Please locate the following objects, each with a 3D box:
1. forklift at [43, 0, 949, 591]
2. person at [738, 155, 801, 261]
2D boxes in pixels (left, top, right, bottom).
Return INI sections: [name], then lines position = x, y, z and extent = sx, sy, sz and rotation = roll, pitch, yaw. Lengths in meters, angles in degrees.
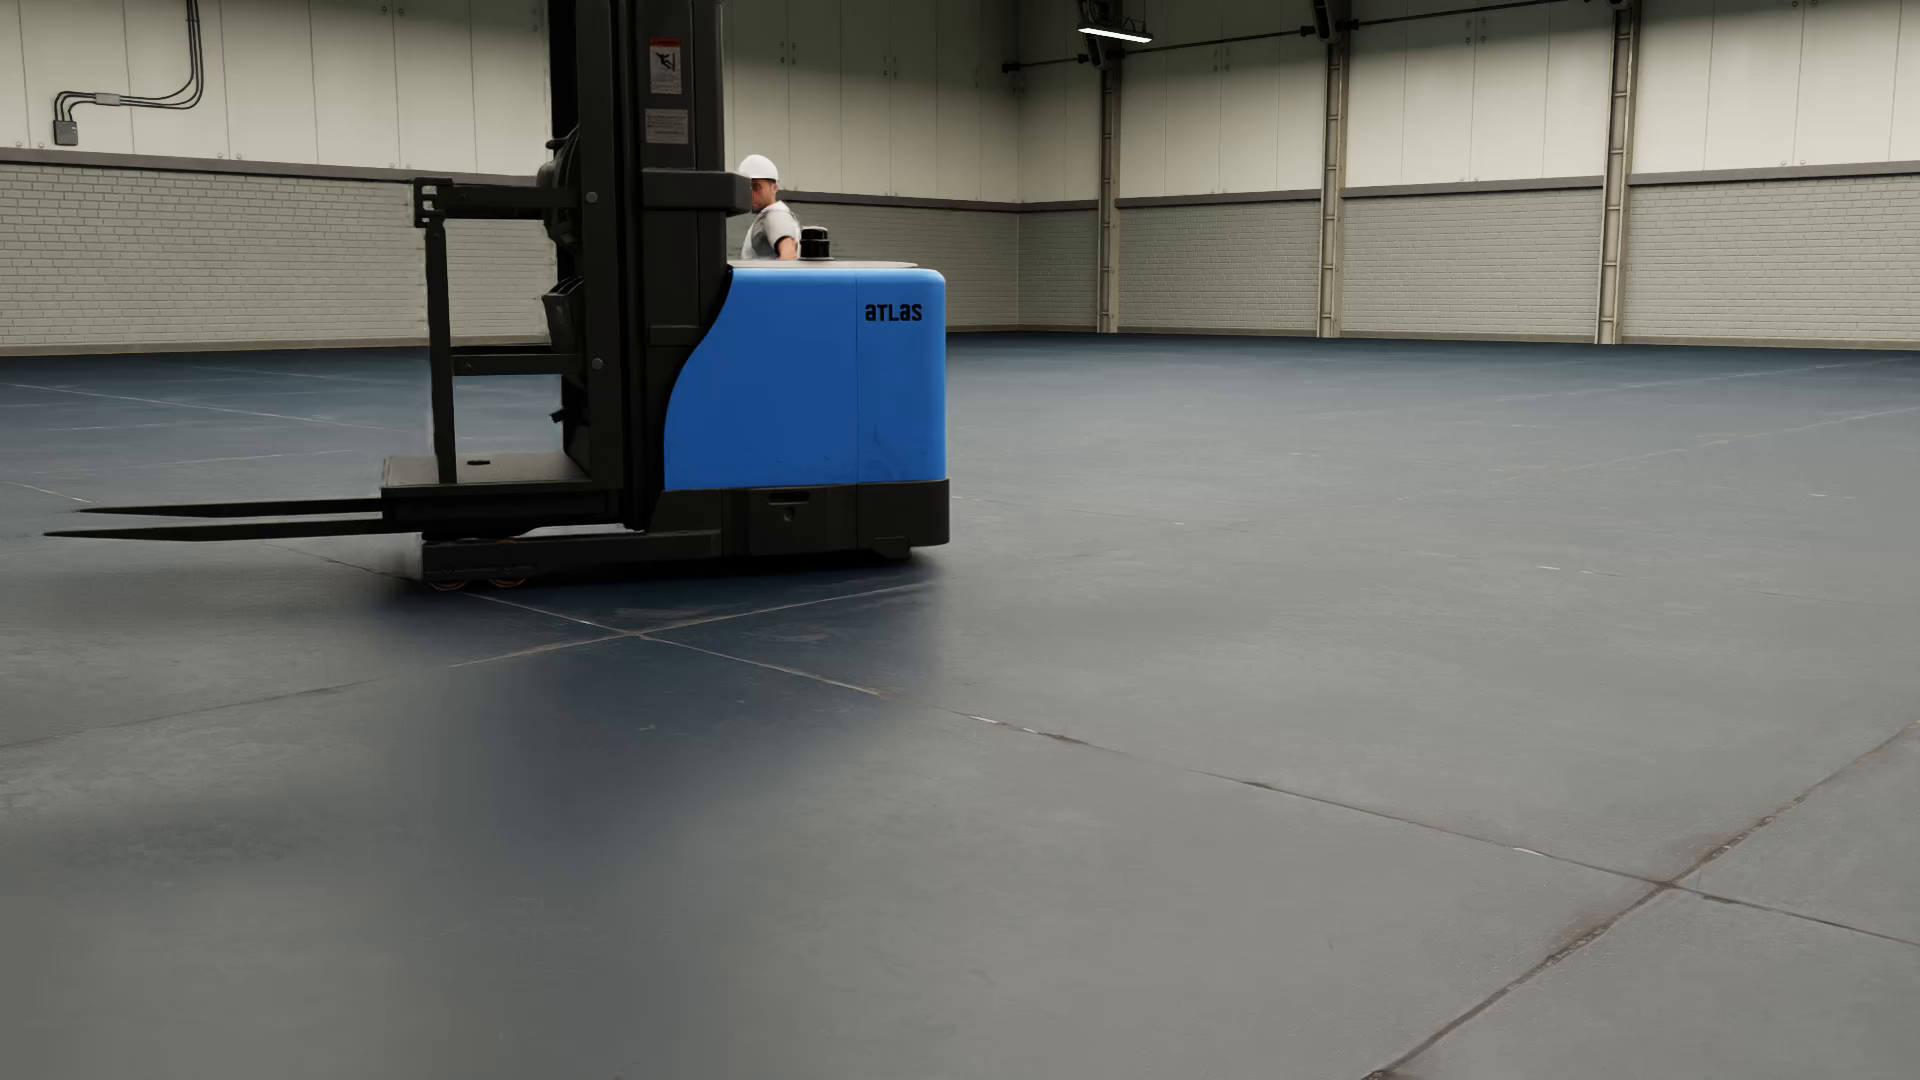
[forklift]
position = -1.614, -1.365, 5.941
extent = 3.031, 2.935, 1.130
rotation = -3, 9, -18
[person]
position = -1.024, -1.102, 8.451
extent = 0.621, 1.676, 0.831
rotation = 2, 9, 15
